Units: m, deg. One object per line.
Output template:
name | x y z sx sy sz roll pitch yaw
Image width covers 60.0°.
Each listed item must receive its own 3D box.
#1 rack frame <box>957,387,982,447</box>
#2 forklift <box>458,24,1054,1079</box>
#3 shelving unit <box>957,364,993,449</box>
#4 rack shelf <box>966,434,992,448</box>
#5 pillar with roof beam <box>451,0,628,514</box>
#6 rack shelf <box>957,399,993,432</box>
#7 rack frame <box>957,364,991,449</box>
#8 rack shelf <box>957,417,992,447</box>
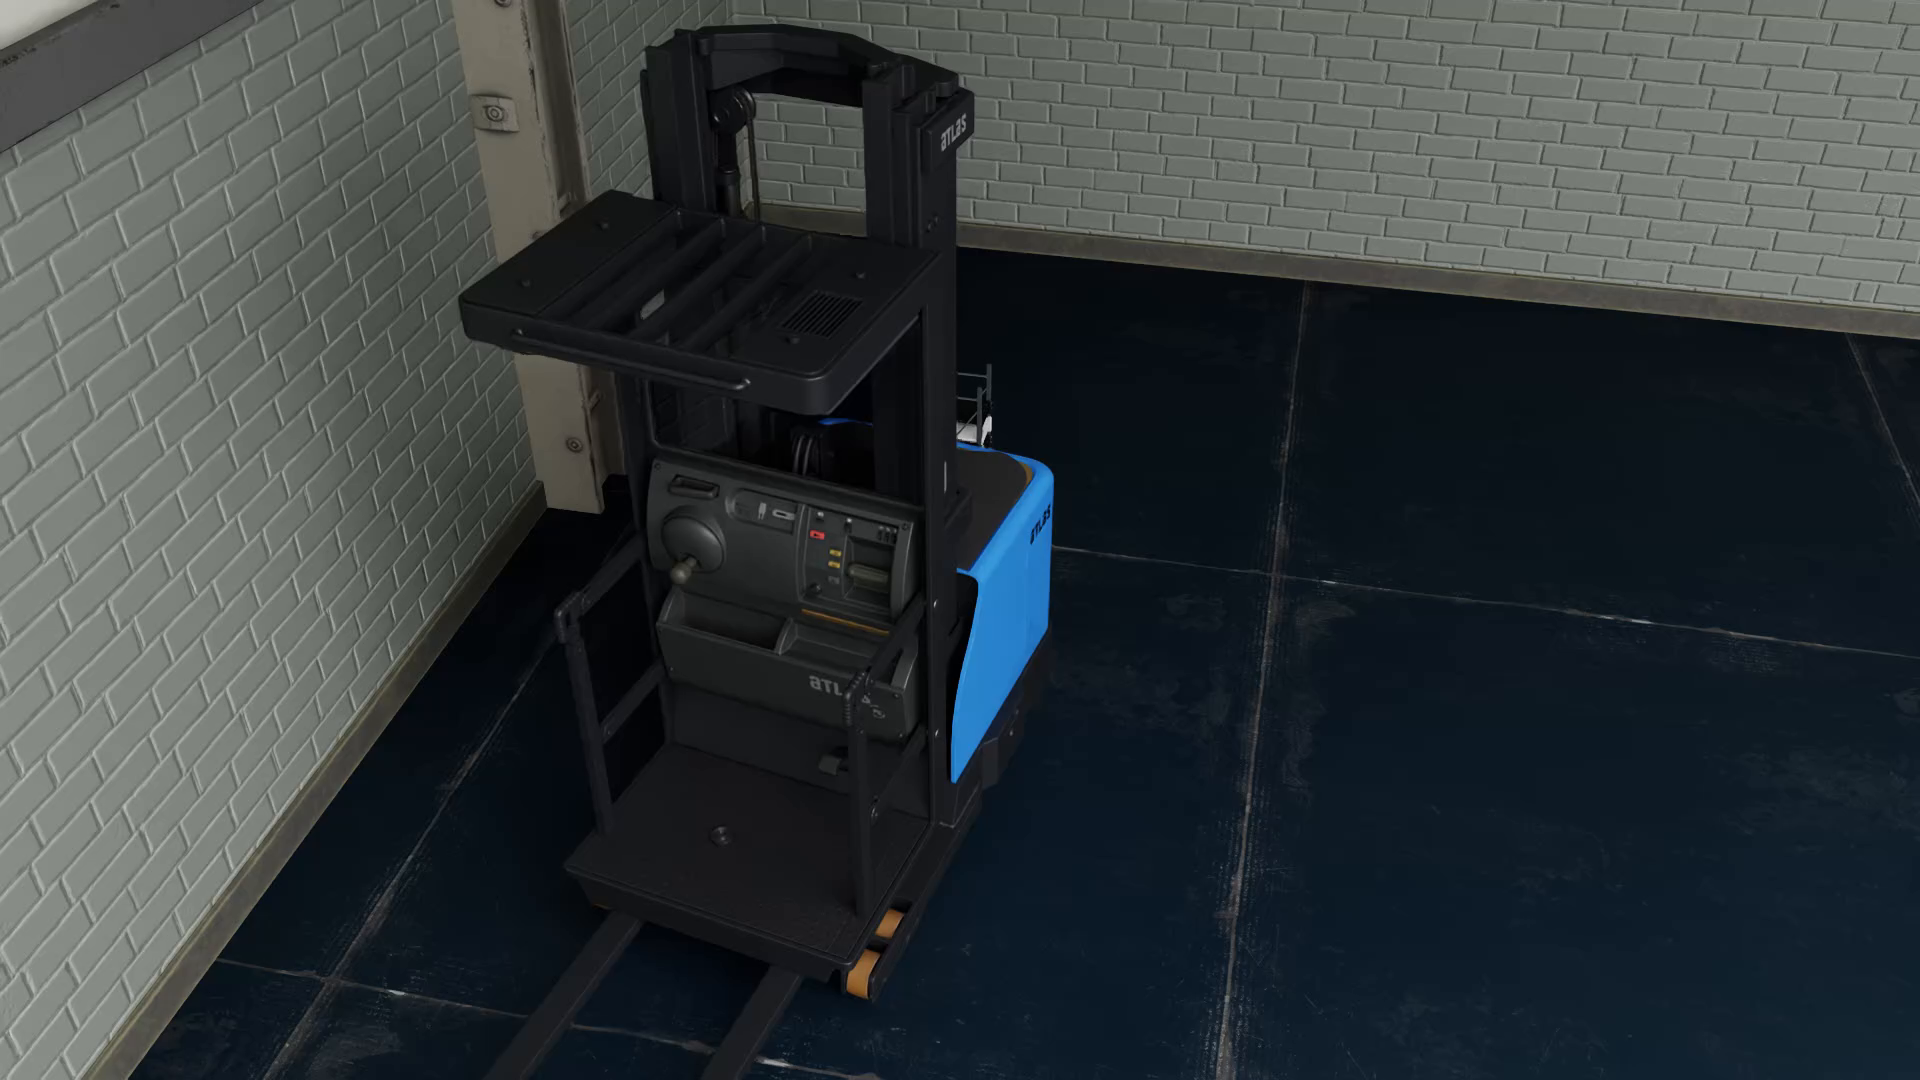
rack frame | -0.023 -0.301 7.399 0.240 0.900 0.006 7 37 10
forklift | -0.664 0.074 5.150 1.130 2.935 3.031 14 38 18
shelving unit | -0.002 -0.360 7.479 0.258 0.900 0.210 7 37 10
rack shelf | -0.002 -0.406 7.446 0.258 0.077 0.200 7 37 10
pillar with roof beam | 2.387 -3.361 4.719 9.100 9.000 0.400 7 37 10
rack shelf | -0.002 -0.551 7.341 0.258 0.077 0.200 7 37 10
rack frame | 0.020 -0.418 7.560 0.240 0.900 0.006 7 37 10
rack shelf | -0.002 -0.478 7.393 0.258 0.077 0.200 7 37 10
